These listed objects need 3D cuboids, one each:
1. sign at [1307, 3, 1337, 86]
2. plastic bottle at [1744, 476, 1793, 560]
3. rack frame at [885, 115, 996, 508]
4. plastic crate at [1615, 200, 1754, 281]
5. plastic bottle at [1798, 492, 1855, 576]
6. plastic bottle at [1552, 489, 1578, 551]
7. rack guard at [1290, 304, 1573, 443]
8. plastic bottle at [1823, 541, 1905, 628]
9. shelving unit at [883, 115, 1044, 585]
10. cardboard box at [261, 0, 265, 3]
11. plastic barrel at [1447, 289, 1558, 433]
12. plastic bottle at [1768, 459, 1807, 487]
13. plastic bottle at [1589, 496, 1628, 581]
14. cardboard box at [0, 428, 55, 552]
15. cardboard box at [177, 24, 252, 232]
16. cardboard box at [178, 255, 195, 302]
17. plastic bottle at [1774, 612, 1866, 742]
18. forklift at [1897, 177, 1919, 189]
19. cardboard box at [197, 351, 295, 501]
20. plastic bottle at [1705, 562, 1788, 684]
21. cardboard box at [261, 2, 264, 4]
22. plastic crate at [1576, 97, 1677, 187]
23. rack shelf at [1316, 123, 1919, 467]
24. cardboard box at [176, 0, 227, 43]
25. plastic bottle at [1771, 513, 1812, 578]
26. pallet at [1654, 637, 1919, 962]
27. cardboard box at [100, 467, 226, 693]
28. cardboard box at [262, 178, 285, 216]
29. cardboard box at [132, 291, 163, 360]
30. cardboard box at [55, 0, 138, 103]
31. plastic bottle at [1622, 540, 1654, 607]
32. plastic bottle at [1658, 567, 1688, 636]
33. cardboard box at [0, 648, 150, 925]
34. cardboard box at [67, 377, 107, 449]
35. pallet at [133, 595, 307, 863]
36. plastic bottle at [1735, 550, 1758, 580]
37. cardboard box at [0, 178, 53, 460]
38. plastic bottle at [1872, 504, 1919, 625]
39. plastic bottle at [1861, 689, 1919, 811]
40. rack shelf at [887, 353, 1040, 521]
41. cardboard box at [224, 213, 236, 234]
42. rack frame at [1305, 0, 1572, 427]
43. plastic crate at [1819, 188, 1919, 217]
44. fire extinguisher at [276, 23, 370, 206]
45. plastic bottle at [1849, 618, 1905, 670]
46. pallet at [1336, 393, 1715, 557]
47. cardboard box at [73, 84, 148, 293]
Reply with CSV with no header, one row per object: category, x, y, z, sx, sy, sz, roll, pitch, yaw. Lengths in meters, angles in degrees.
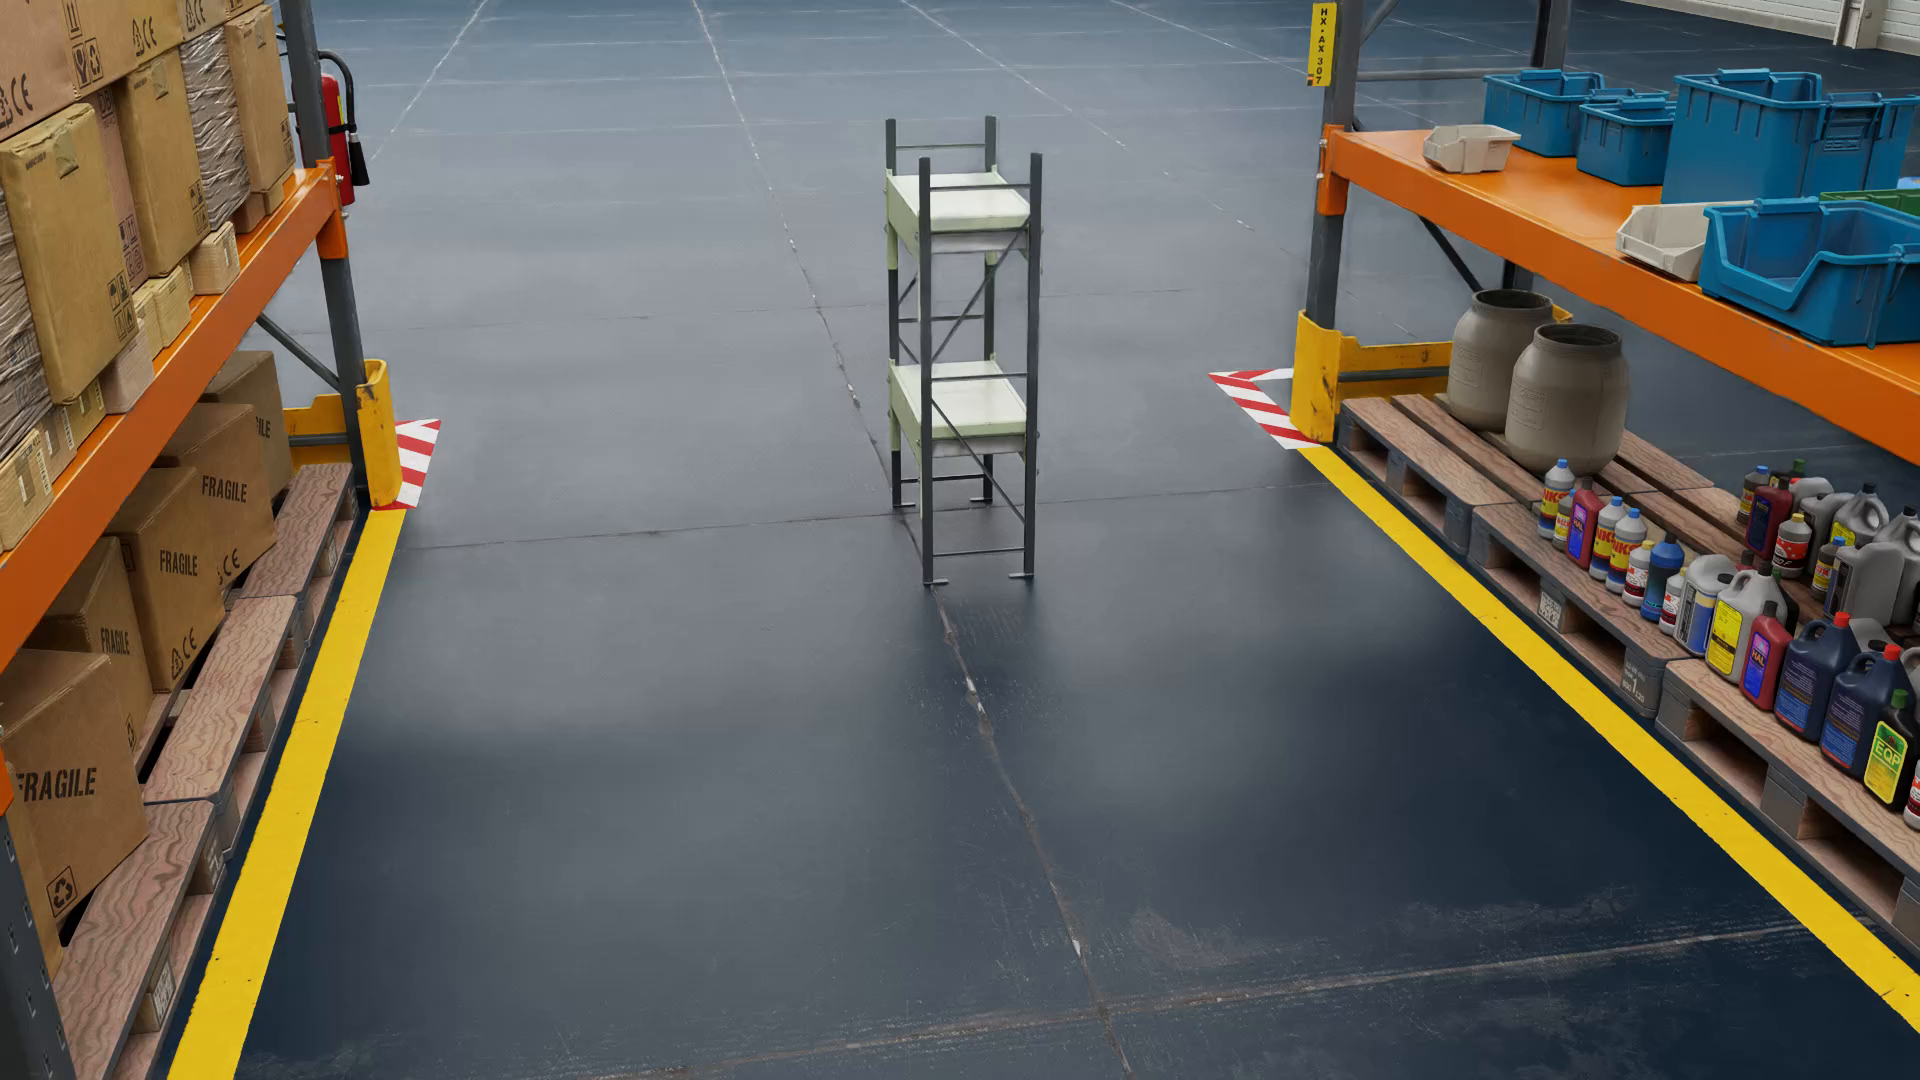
sign,1.474,-2.018,6.777,0.100,0.325,0.005,-4,24,-10
plastic bottle,2.702,-0.088,5.547,0.061,0.283,0.133,-4,24,-10
rack frame,-0.069,-0.834,6.285,0.400,1.500,0.023,-4,24,-10
plastic crate,2.206,-0.856,4.791,0.530,0.136,0.437,-4,24,-10
plastic bottle,2.832,-0.038,5.442,0.152,0.276,0.135,-5,24,-11
plastic bottle,2.064,-0.072,5.615,0.097,0.201,0.097,0,24,0
rack guard,2.076,-0.758,7.362,1.175,0.500,0.348,-4,24,-10
plastic bottle,2.760,0.121,5.079,0.152,0.276,0.135,-4,24,-10
shelving unit,-0.001,-0.690,5.956,0.431,1.500,0.755,-4,24,-10
cardboard box,-2.507,-2.006,5.349,0.500,0.500,0.500,-4,24,-10
plastic barrel,2.213,-0.729,6.756,0.421,0.512,0.421,0,24,0
plastic bottle,2.826,-0.152,5.695,0.061,0.283,0.133,-4,24,-8
plastic bottle,2.108,-0.010,5.385,0.097,0.271,0.097,0,24,0
cardboard box,-1.890,-0.081,3.002,0.380,0.149,0.250,-4,24,-10
cardboard box,-2.517,-1.140,4.615,0.875,0.500,0.500,-4,24,-10
cardboard box,-2.237,-0.666,4.341,0.380,0.149,0.250,-4,24,-10
plastic bottle,2.318,0.348,4.465,0.144,0.351,0.185,-6,24,-12
forklift,4.692,-1.365,5.714,1.130,2.935,3.031,-4,24,-8
cardboard box,-2.753,-0.364,5.933,0.500,0.500,0.500,0,24,0
plastic bottle,2.258,0.221,4.756,0.144,0.351,0.185,-4,24,-10
cardboard box,-2.777,-1.527,5.503,0.875,0.500,0.500,-4,24,-10
plastic crate,2.517,-1.431,5.966,0.499,0.251,0.408,-4,24,-10
rack shelf,2.386,-0.814,5.264,1.077,0.370,4.000,-4,24,-10
cardboard box,-2.319,-1.613,4.449,0.500,0.500,0.500,-4,24,-10
plastic bottle,2.713,0.013,5.419,0.097,0.201,0.097,0,24,0
pallet,2.672,0.654,4.489,1.003,0.211,1.213,-4,24,-10
cardboard box,-2.511,0.117,4.834,0.500,0.500,0.500,-2,24,-5
cardboard box,-2.454,-1.159,5.469,0.380,0.149,0.250,-4,24,-10
cardboard box,-2.111,-0.472,3.896,0.380,0.149,0.250,-4,24,-10
cardboard box,-2.131,-1.220,3.549,0.500,0.500,0.500,-4,24,-10
plastic bottle,2.145,0.100,5.220,0.097,0.201,0.097,0,24,0
plastic bottle,2.183,0.181,5.035,0.097,0.201,0.097,0,24,0
cardboard box,-2.260,0.578,3.778,0.500,0.500,0.500,3,24,7
cardboard box,-2.019,-0.275,3.446,0.380,0.149,0.250,-4,24,-10
pallet,-2.500,0.545,4.738,1.003,0.211,1.213,-4,24,-10
plastic bottle,2.336,0.180,4.935,0.061,0.283,0.133,-4,24,-10
cardboard box,-2.134,-0.354,2.816,0.875,0.500,0.500,-4,24,-10
plastic bottle,2.901,0.066,5.112,0.144,0.351,0.185,-4,24,-10
plastic bottle,2.342,0.522,4.152,0.061,0.283,0.133,-3,24,-7
rack shelf,-0.001,-0.391,6.086,0.431,0.370,0.720,-4,24,-10
cardboard box,-2.417,-0.958,5.009,0.380,0.149,0.250,-4,24,-10
rack frame,2.016,-1.930,6.922,1.000,3.000,0.127,-4,24,-10
plastic crate,2.782,-0.815,4.632,0.450,0.188,0.662,-4,24,-10
fire extinguisher,-2.420,-1.607,6.279,0.296,0.674,0.183,-4,24,-10
plastic bottle,2.459,0.361,4.528,0.152,0.276,0.135,-4,24,-10
pallet,2.221,-0.306,6.687,1.003,0.211,1.213,-4,24,-10
cardboard box,-2.384,-0.742,3.706,0.875,0.500,0.500,-4,24,-10
